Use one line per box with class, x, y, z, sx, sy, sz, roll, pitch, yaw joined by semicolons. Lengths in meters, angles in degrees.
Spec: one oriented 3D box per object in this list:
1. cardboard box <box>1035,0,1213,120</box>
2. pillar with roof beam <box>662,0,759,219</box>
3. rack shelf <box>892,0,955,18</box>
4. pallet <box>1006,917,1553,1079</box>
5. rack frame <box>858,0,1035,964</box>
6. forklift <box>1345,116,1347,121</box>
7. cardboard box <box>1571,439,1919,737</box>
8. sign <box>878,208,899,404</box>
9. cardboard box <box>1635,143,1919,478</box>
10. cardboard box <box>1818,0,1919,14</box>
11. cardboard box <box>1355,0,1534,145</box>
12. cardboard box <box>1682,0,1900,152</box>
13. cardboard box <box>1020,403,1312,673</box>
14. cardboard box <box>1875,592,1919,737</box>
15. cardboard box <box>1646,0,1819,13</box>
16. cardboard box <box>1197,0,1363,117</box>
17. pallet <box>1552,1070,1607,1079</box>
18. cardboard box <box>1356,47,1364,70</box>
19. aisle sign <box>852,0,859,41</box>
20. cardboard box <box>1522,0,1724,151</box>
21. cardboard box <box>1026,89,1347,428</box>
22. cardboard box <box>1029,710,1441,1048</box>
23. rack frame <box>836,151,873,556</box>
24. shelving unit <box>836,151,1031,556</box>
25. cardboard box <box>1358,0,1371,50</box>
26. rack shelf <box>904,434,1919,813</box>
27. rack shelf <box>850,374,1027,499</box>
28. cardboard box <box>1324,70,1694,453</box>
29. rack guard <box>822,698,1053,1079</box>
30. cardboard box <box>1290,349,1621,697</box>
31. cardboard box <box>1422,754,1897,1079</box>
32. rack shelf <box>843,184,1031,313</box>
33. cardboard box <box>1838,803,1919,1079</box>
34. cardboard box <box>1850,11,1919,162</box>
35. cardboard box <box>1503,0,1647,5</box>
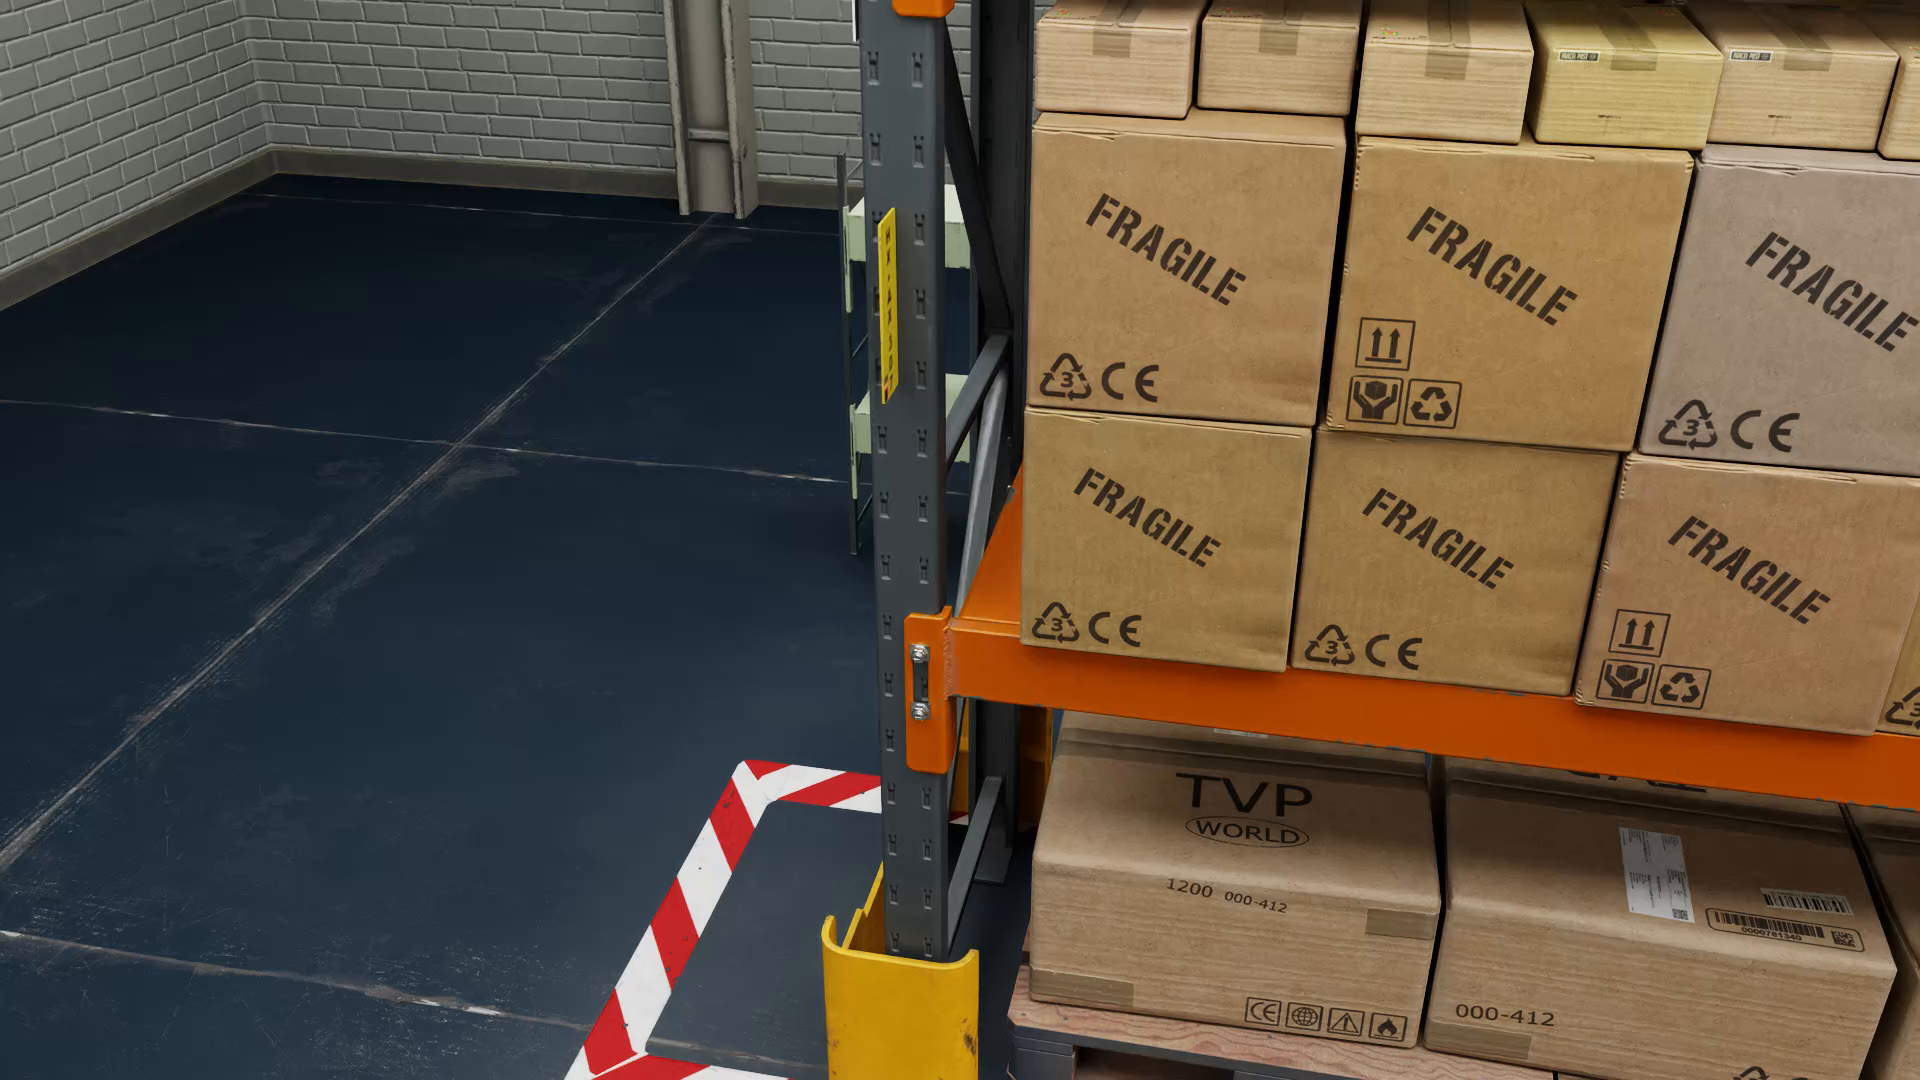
cardboard box;0.288;-0.849;2.857;0.250;0.149;0.380;6;29;12
pillar with roof beam;-2.316;-3.883;3.972;0.400;9.000;9.100;6;29;11
rack shelf;1.954;-1.048;2.665;4.000;0.370;1.077;6;29;11
pallet;0.797;1.019;4.170;1.213;0.211;1.003;6;29;11
rack frame;-0.002;-0.248;3.579;0.127;3.000;1.000;6;29;11
forklift;1.976;-1.244;5.470;3.031;2.935;1.130;4;29;7
cardboard box;1.402;-0.012;3.044;0.500;0.500;0.500;6;29;10
sign;-0.124;-0.402;2.878;0.005;0.325;0.100;6;29;11
cardboard box;1.420;-0.452;2.807;0.500;0.500;0.500;6;29;10
cardboard box;1.650;-0.971;3.079;0.250;0.149;0.380;7;29;12
cardboard box;0.789;-0.777;2.724;0.250;0.149;0.380;7;29;12
cardboard box;1.318;-0.757;2.689;0.250;0.149;0.380;6;29;11
cardboard box;0.408;-0.109;3.221;0.500;0.500;0.500;6;29;10
cardboard box;1.895;0.031;2.966;0.500;0.500;0.500;7;29;12
cardboard box;1.393;-0.968;3.074;0.250;0.149;0.380;6;29;10
cardboard box;0.559;-0.856;2.870;0.250;0.149;0.380;7;29;12
pallet;1.986;1.142;3.944;1.213;0.211;1.003;6;29;11
cardboard box;1.037;-0.755;3.361;0.500;0.500;0.500;6;29;11
aisle sign;-0.133;-1.259;2.720;0.004;0.787;0.394;6;29;11
cardboard box;1.050;-0.759;2.691;0.250;0.149;0.380;5;29;9
cardboard box;0.408;-0.549;2.983;0.500;0.500;0.500;5;29;9
cardboard box;0.665;0.711;4.059;0.875;0.438;0.875;5;29;9
rack frame;-0.351;-0.694;5.956;0.023;1.500;0.400;6;29;11
shelving unit;0.007;-0.657;5.889;0.755;1.500;0.431;6;29;11
cardboard box;0.914;-1.072;3.265;0.250;0.149;0.380;6;29;10
rack shelf;1.954;0.268;3.386;4.000;0.370;1.077;6;29;11
rack shelf;0.007;-0.371;6.045;0.720;0.370;0.431;6;29;11
cardboard box;0.915;-0.500;2.894;0.500;0.500;0.500;5;29;9
rack guard;-0.025;0.846;4.184;0.348;0.500;1.175;6;29;11
cardboard box;0.908;-0.071;3.152;0.500;0.500;0.500;5;29;10
cardboard box;1.561;0.799;3.898;0.875;0.438;0.875;7;29;12
rack shelf;0.007;-1.000;5.701;0.720;0.370;0.431;6;29;11
cardboard box;2.443;0.890;3.732;0.875;0.438;0.875;5;29;9
cardboard box;1.553;-0.712;2.607;0.250;0.149;0.380;6;29;11
cardboard box;1.152;-1.028;3.183;0.250;0.149;0.380;7;29;12
